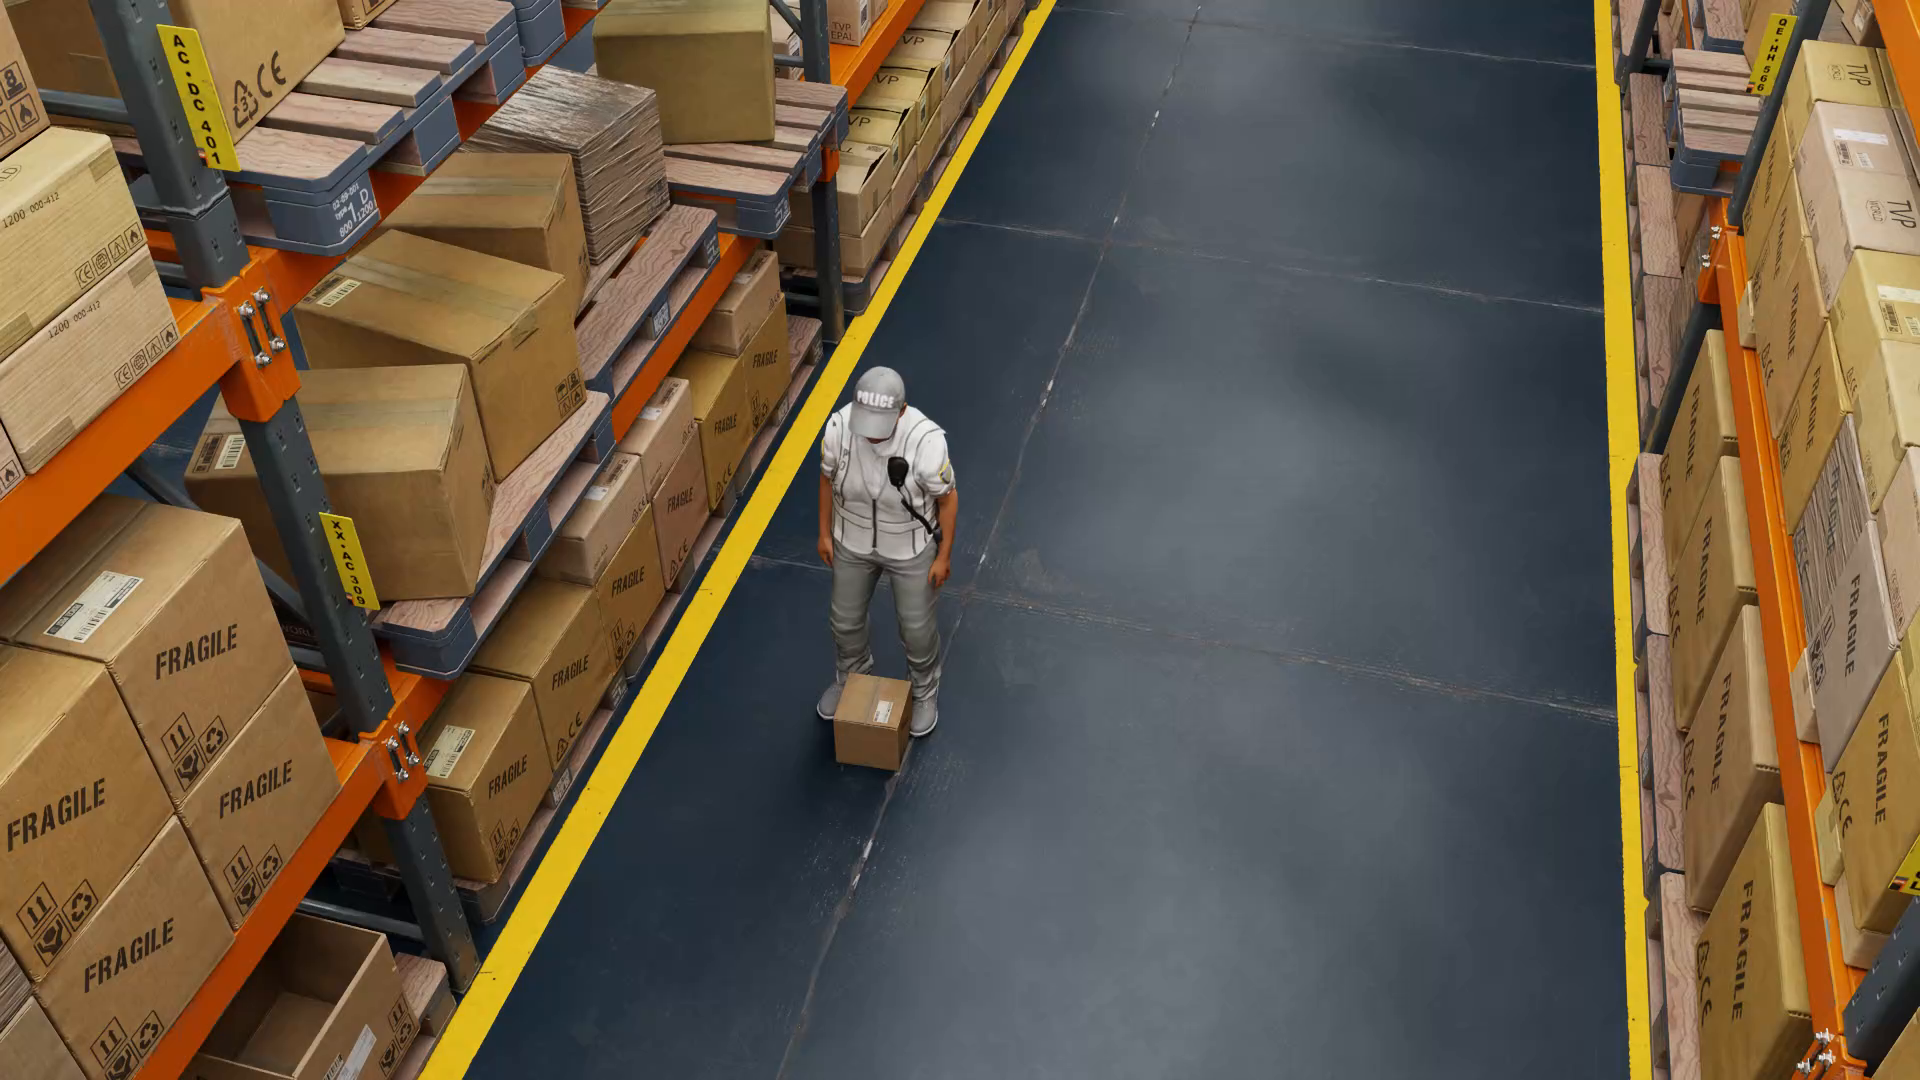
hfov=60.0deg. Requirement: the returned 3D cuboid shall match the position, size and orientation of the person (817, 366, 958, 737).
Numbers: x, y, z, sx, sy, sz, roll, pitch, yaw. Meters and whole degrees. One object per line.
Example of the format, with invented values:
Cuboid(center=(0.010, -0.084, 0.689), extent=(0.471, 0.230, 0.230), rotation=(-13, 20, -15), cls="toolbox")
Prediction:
Cuboid(center=(-0.283, 0.027, 6.123), extent=(0.537, 1.665, 0.468), rotation=(10, 42, 11), cls="person")
